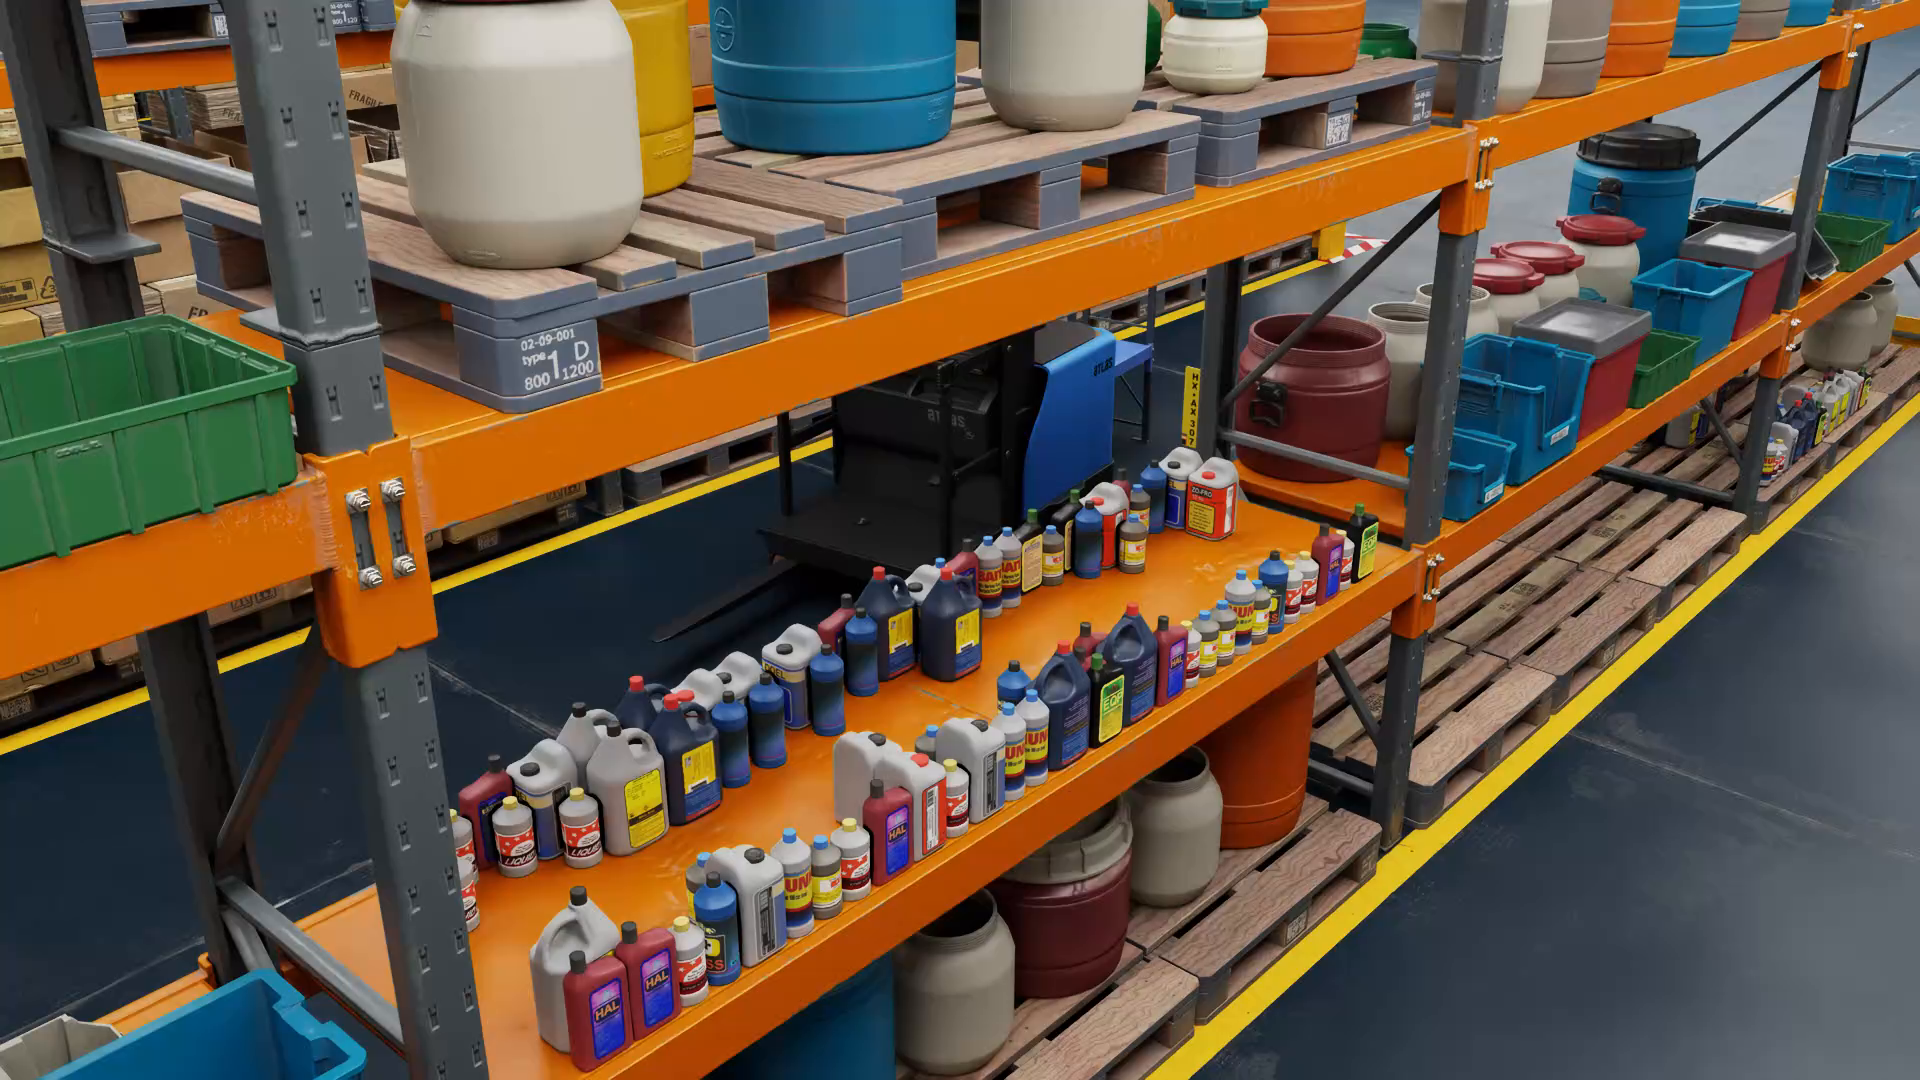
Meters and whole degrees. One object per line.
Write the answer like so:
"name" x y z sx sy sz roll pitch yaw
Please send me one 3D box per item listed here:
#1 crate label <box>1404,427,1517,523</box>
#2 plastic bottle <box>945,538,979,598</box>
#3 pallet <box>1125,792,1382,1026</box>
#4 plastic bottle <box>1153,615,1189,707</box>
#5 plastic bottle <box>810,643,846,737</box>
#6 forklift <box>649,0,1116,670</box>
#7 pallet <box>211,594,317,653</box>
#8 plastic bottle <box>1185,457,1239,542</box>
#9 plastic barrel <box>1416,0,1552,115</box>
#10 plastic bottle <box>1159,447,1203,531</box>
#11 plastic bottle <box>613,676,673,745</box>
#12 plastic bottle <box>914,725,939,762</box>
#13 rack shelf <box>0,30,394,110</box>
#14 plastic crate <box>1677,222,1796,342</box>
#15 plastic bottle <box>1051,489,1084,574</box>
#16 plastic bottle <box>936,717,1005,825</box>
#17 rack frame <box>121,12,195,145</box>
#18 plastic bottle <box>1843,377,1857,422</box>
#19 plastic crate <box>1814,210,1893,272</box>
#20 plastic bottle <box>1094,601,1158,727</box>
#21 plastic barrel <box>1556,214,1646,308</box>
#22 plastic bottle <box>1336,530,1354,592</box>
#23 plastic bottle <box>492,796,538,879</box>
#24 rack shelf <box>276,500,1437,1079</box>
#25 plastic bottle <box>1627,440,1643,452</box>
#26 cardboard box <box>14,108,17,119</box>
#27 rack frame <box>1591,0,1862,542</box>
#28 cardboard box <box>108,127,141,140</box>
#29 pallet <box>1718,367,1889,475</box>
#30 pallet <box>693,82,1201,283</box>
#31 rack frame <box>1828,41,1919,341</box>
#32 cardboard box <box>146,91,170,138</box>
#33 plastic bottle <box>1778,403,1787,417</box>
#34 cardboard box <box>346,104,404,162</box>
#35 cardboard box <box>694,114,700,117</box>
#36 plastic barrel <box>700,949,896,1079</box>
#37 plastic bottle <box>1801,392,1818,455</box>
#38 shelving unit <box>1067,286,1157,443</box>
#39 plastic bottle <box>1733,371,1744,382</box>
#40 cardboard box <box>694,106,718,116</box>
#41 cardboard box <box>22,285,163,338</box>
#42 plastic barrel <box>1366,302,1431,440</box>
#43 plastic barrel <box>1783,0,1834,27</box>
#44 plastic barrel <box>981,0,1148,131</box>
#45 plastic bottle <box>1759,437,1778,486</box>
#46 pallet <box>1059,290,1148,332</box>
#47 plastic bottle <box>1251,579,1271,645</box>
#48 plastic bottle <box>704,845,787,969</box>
"crate label" 1.896 -0.245 6.335 0.303 0.233 0.416 20 31 38
"plastic bottle" 0.001 0.141 5.412 0.061 0.283 0.133 20 31 38
"pallet" 0.841 1.228 6.252 1.003 0.211 1.213 20 31 38
"plastic bottle" 0.621 0.346 4.955 0.061 0.283 0.133 20 31 38
"plastic bottle" -0.381 0.425 4.792 0.097 0.271 0.097 0 24 0
"forklift" -0.341 -1.122 8.169 1.130 2.935 3.031 15 28 30
"pallet" -3.749 0.214 8.515 1.003 0.211 1.213 20 31 38
"plastic bottle" 0.919 -0.154 6.078 0.152 0.276 0.135 20 31 38
"plastic barrel" 1.771 -1.726 5.631 0.421 0.512 0.421 0 24 0
"plastic bottle" 0.806 -0.195 6.171 0.152 0.276 0.135 20 31 38
"plastic bottle" -0.841 0.520 4.484 0.144 0.351 0.185 20 31 38
"plastic bottle" -0.074 0.596 4.498 0.097 0.201 0.097 0 24 0
"rack shelf" -3.688 -2.079 7.434 1.077 0.370 4.000 20 31 38
"plastic crate" 3.910 -1.312 8.432 0.402 0.464 0.583 20 31 38
"plastic bottle" 0.374 -0.029 5.792 0.061 0.283 0.133 20 31 38
"plastic bottle" 0.031 0.590 4.419 0.152 0.276 0.135 20 31 38
"rack frame" -5.979 -3.033 12.348 1.000 3.000 0.127 20 31 38
"plastic bottle" 5.494 -0.900 10.382 0.152 0.276 0.135 19 30 36
"plastic crate" 5.122 -1.754 9.755 0.450 0.188 0.662 20 31 38
"plastic bottle" 0.483 0.352 4.859 0.144 0.351 0.185 20 31 38
"plastic barrel" 3.203 -1.345 8.416 0.433 0.535 0.433 0 24 0
"plastic bottle" 1.293 0.065 5.681 0.097 0.201 0.097 0 24 0
"plastic bottle" -1.120 0.739 4.179 0.097 0.201 0.097 0 24 0
"rack shelf" 0.001 0.642 5.031 1.077 0.370 4.000 20 31 38
"plastic bottle" 4.015 -0.634 9.880 0.097 0.201 0.097 0 24 0
"cardboard box" -6.309 -2.951 11.233 0.380 0.149 0.250 21 32 39
"rack frame" 4.005 -1.514 8.961 1.000 3.000 0.127 20 31 38
"cardboard box" -5.966 -2.834 11.699 0.380 0.149 0.250 21 31 38
"pallet" 5.299 -0.809 10.795 1.003 0.211 1.213 20 31 38
"pallet" -0.129 -0.971 4.314 1.003 0.211 1.213 20 31 38
"rack frame" 6.675 -2.733 11.679 1.000 3.000 0.127 20 31 38
"cardboard box" -5.878 -3.289 12.798 0.500 0.500 0.500 20 31 38
"plastic bottle" 4.860 -0.680 9.897 0.097 0.271 0.097 0 24 0
"cardboard box" -2.853 -1.933 8.546 0.797 0.503 0.637 21 32 39
"cardboard box" -1.724 -2.258 9.984 0.500 0.500 0.700 -19 30 -36
"plastic barrel" -0.486 1.312 4.709 0.600 0.901 0.708 20 31 38
"plastic bottle" 4.979 -0.696 9.837 0.144 0.351 0.185 19 30 35
"shelving unit" 0.719 -1.193 10.077 0.538 1.500 1.048 15 28 30
"plastic bottle" 5.164 -1.158 11.049 0.097 0.201 0.097 0 24 0
"cardboard box" -2.837 -3.646 15.800 0.875 0.875 0.875 21 31 38
"cardboard box" -3.860 -0.853 7.363 0.500 0.500 0.500 19 31 36
"plastic barrel" 1.863 -0.718 7.049 0.421 0.512 0.421 0 24 0
"plastic barrel" 3.828 -2.897 7.767 0.600 0.901 0.708 20 31 38
"plastic barrel" 0.265 -1.337 4.219 0.433 0.535 0.433 0 24 0
"plastic bottle" 4.544 -0.447 9.379 0.097 0.271 0.097 0 24 0
"pallet" 0.739 -1.809 13.026 1.003 0.211 1.213 20 31 38
"plastic bottle" 0.944 0.224 5.326 0.097 0.201 0.097 0 24 0
"plastic bottle" -0.497 0.831 3.881 0.152 0.276 0.135 20 31 38
